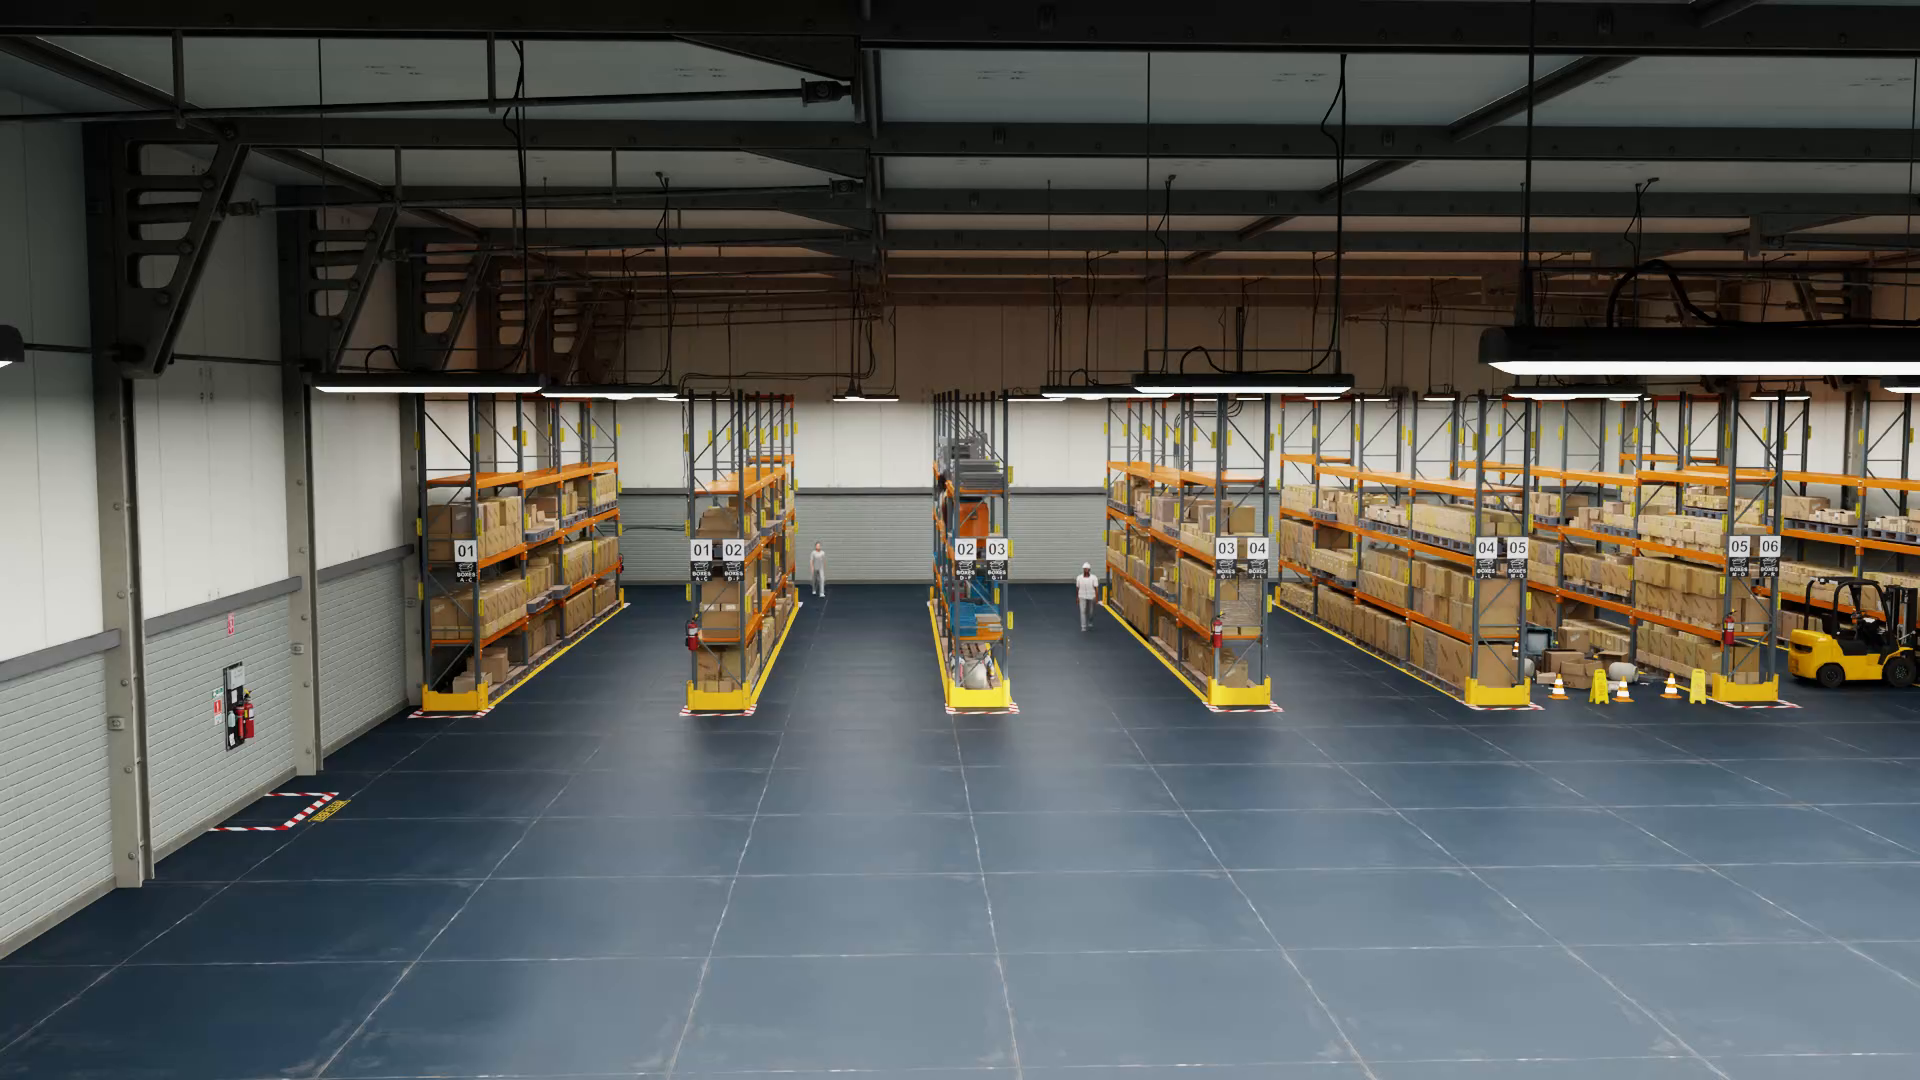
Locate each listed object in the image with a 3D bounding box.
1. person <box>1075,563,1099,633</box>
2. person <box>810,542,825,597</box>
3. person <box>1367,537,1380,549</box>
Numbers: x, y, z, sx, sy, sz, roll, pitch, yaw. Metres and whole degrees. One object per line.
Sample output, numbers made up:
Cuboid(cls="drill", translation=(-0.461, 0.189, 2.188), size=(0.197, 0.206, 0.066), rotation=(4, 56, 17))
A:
Cuboid(cls="person", translation=(3.195, 1.451, 41.914), size=(0.595, 1.723, 1.077), rotation=(0, 5, 3))
Cuboid(cls="person", translation=(-4.223, 0.872, 49.502), size=(0.464, 1.626, 1.006), rotation=(-1, 5, -9))
Cuboid(cls="person", translation=(12.702, 0.706, 50.942), size=(0.573, 1.700, 0.563), rotation=(-1, 5, -17))
